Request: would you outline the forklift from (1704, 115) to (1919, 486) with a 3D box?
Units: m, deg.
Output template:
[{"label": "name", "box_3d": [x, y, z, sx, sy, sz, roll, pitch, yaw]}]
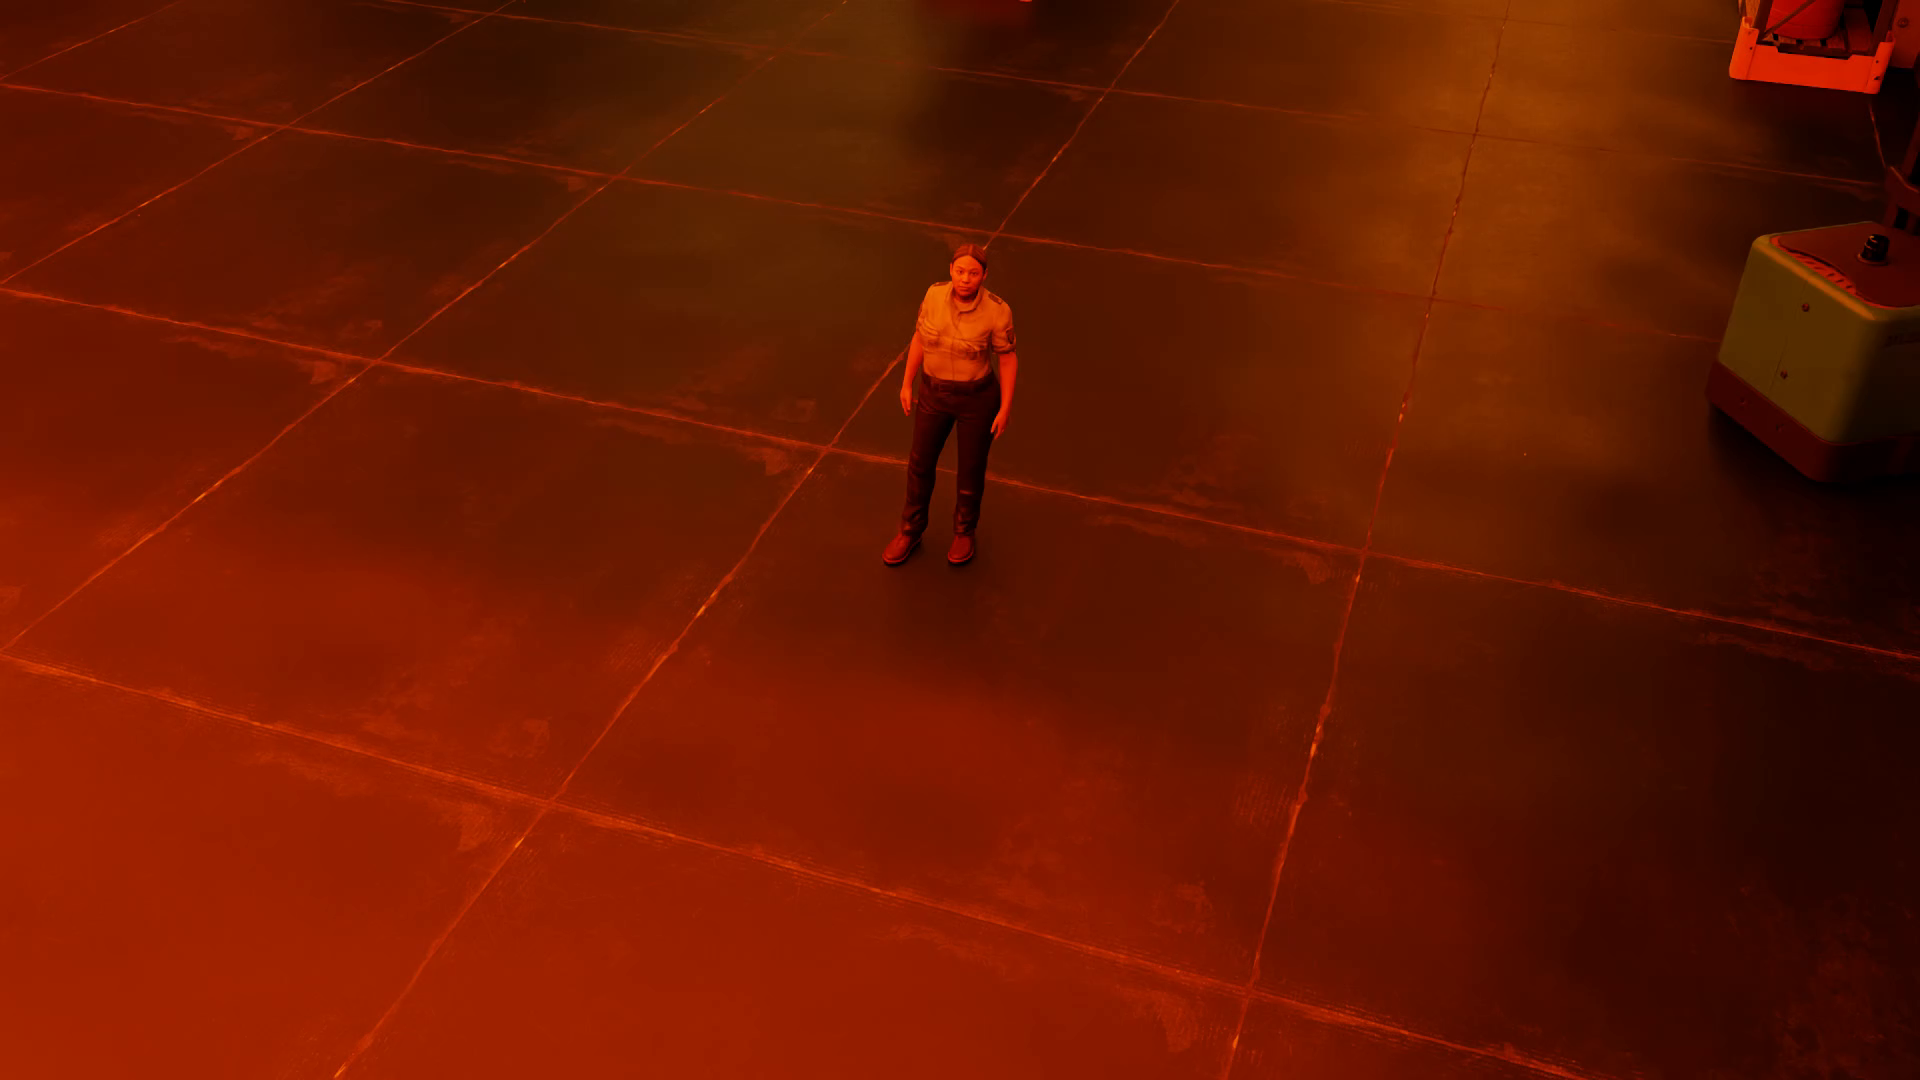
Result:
[{"label": "forklift", "box_3d": [5.923, -1.956, 8.870, 3.031, 2.935, 1.130, -9, 36, -13]}]

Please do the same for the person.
[{"label": "person", "box_3d": [-0.052, -0.633, 8.101, 0.598, 1.651, 0.502, 12, 37, 16]}]
